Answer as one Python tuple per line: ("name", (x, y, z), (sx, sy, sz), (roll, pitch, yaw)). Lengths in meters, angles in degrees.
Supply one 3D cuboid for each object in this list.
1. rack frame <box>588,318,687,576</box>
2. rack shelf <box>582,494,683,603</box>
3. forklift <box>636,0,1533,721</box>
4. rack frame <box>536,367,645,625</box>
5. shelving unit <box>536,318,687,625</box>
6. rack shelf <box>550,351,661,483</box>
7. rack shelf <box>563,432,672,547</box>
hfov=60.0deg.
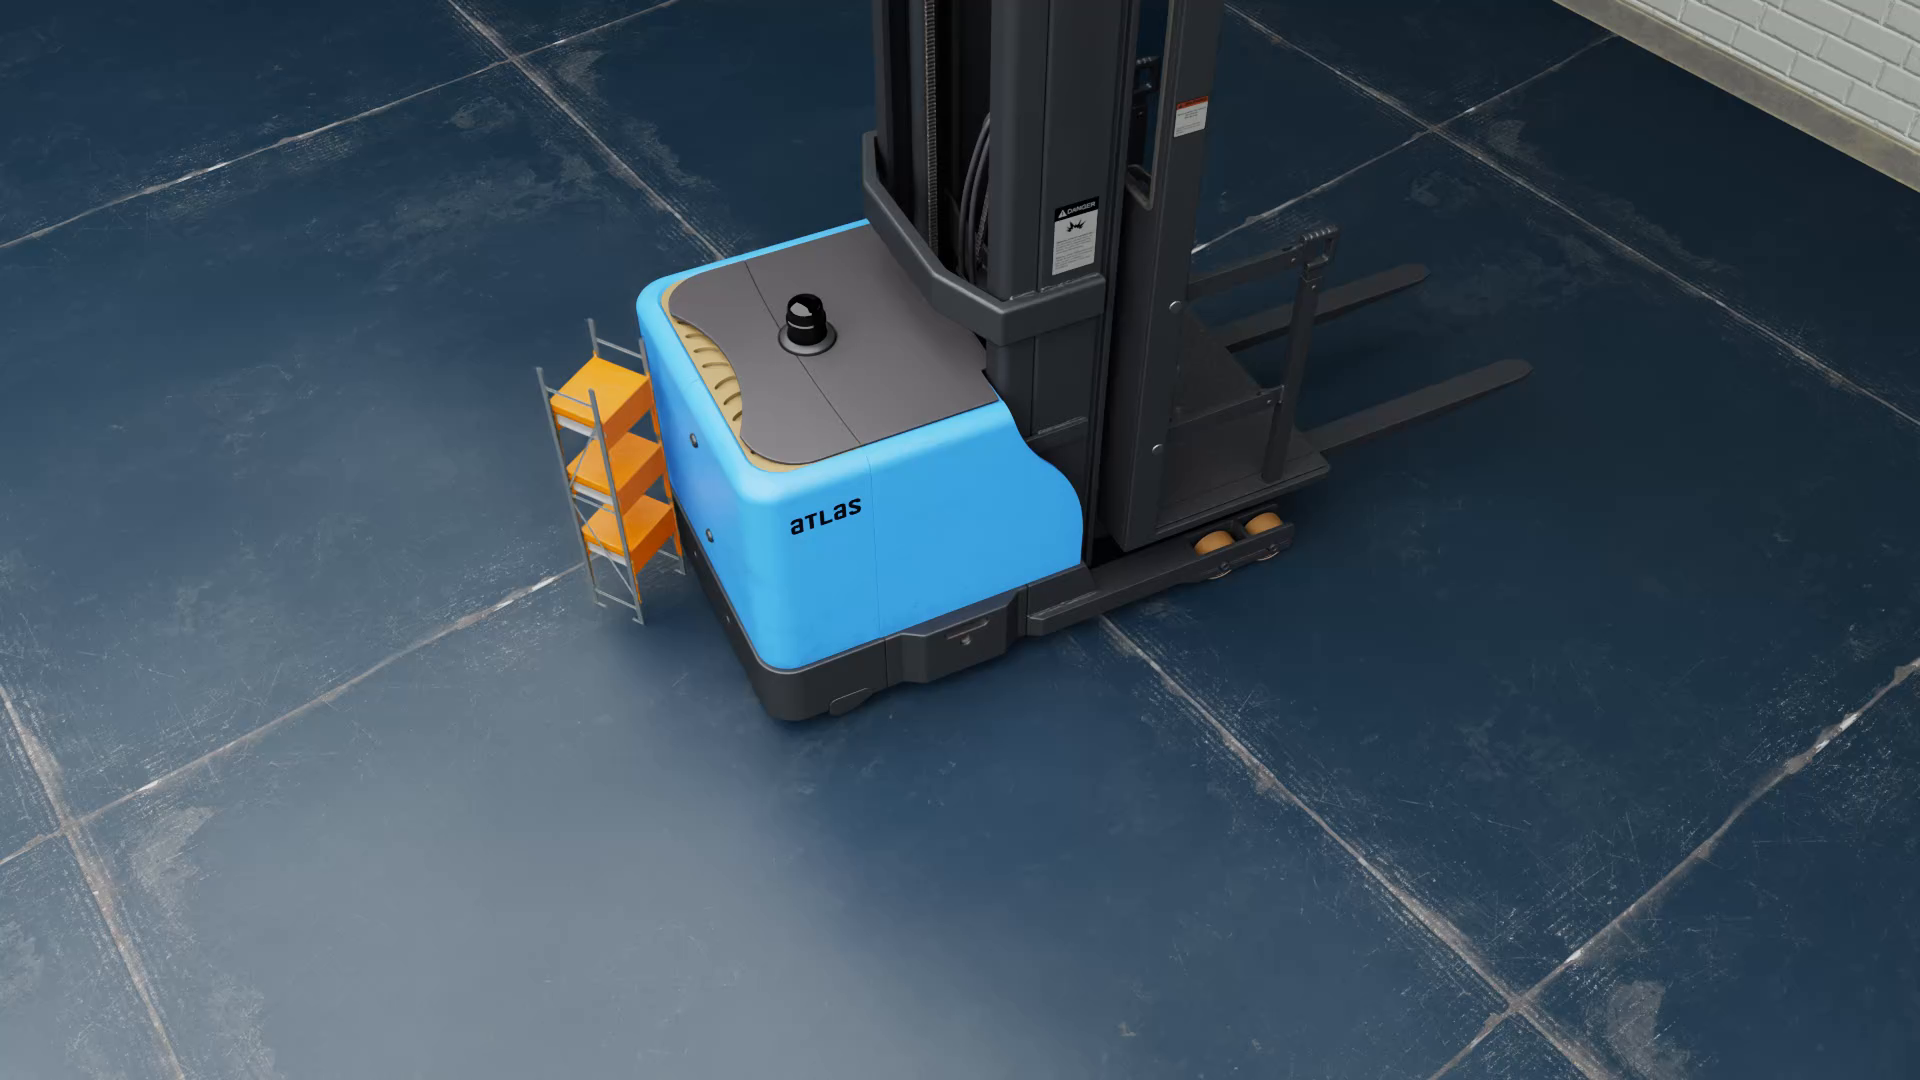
("rack frame", (-1.015, -0.267, 5.283), (0.200, 1.050, 0.008), (22, 51, 18))
("rack shelf", (-1.074, 0.006, 5.425), (0.215, 0.259, 0.240), (22, 51, 18))
("forklift", (0.566, -1.187, 4.848), (3.031, 2.935, 1.130), (-20, 51, -17))
("rack frame", (-1.130, -0.108, 5.139), (0.200, 1.050, 0.008), (22, 51, 18))
("shelving unit", (-1.072, -0.188, 5.211), (0.215, 1.050, 0.252), (22, 51, 18))
("rack shelf", (-1.071, -0.371, 5.008), (0.215, 0.259, 0.240), (22, 51, 18))
("rack shelf", (-1.072, -0.181, 5.219), (0.215, 0.259, 0.240), (22, 51, 18))
